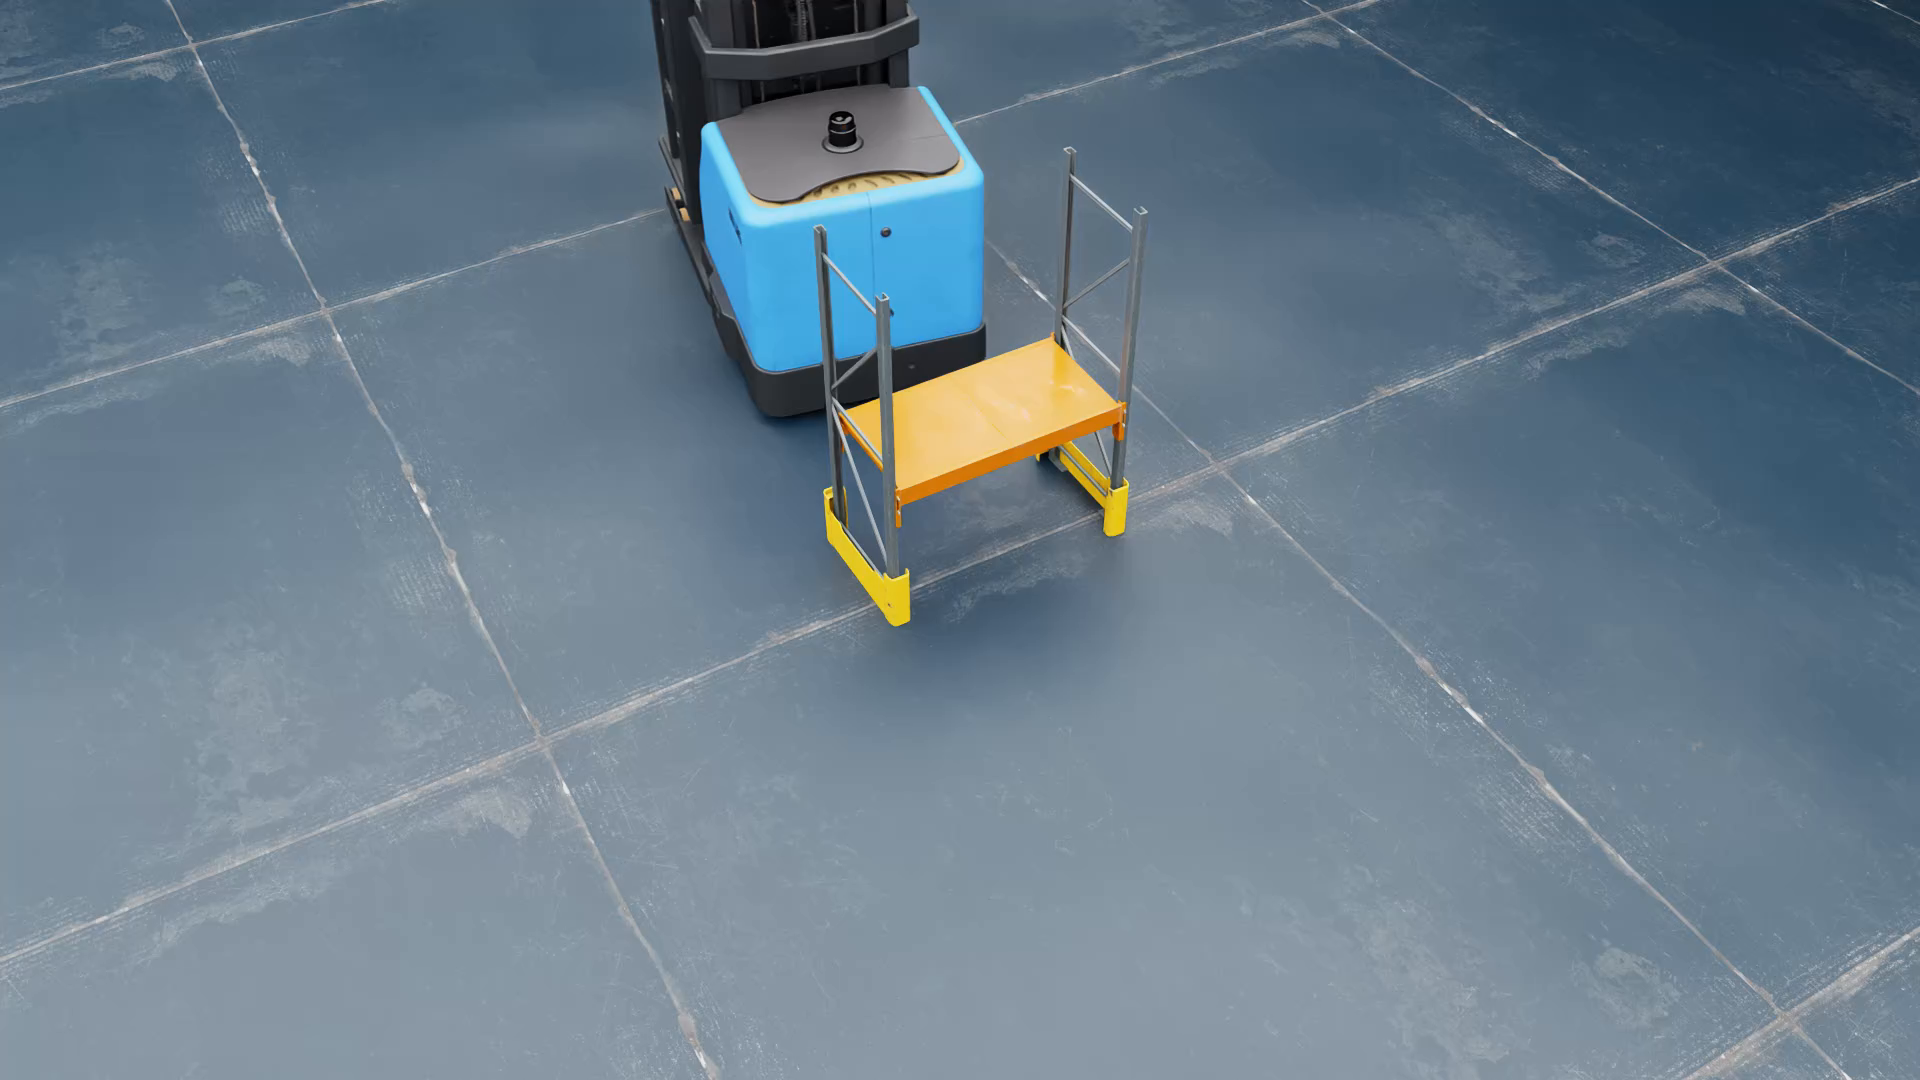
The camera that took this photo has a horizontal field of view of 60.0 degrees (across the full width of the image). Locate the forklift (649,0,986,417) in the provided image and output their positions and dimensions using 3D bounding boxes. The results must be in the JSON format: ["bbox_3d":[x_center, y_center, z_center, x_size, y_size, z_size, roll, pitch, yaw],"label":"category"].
[{"bbox_3d":[-0.846,-2.626,7.352,1.130,2.935,3.031,-14,46,-14],"label":"forklift"}]

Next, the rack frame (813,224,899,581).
[{"bbox_3d":[-0.367,-0.391,6.076,0.032,1.500,0.500,-22,48,-21],"label":"rack frame"}]

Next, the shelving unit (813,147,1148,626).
[{"bbox_3d":[0.066,-0.565,6.255,1.083,1.500,0.587,-22,48,-21],"label":"shelving unit"}]

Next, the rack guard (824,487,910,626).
[{"bbox_3d":[-0.366,0.057,6.512,0.087,0.250,0.587,-22,48,-21],"label":"rack guard"}]

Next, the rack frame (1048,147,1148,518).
[{"bbox_3d":[0.515,-0.744,6.440,0.032,1.500,0.500,-22,48,-21],"label":"rack frame"}]

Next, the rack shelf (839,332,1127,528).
[{"bbox_3d":[0.074,-0.439,6.383,1.000,0.185,0.538,-22,48,-21],"label":"rack shelf"}]

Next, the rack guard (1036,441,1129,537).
[{"bbox_3d":[0.498,-0.289,6.868,0.087,0.250,0.587,-22,48,-21],"label":"rack guard"}]
